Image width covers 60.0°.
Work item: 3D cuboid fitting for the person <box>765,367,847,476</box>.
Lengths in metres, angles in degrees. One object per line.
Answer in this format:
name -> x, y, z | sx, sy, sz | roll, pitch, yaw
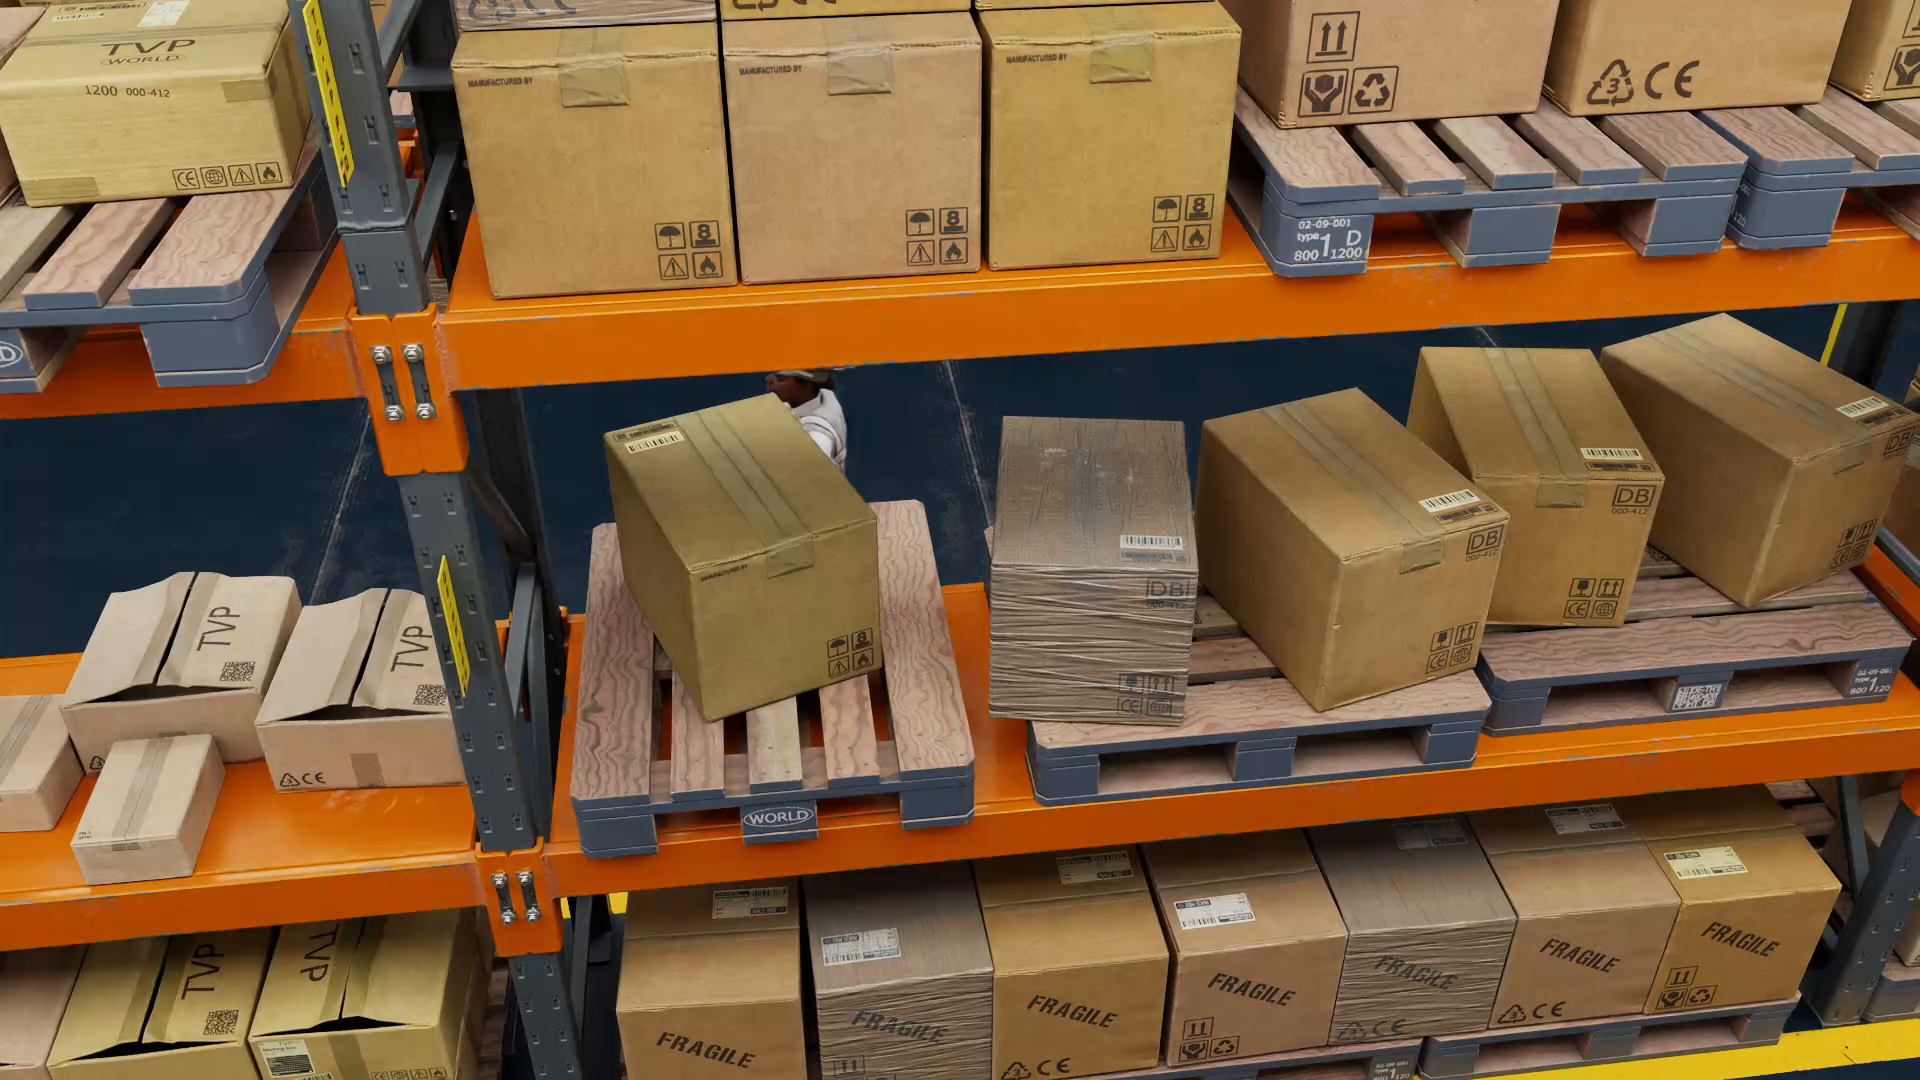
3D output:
person -> -0.634, -0.014, 6.114 | 0.604, 1.694, 0.474 | -5, 35, -7
